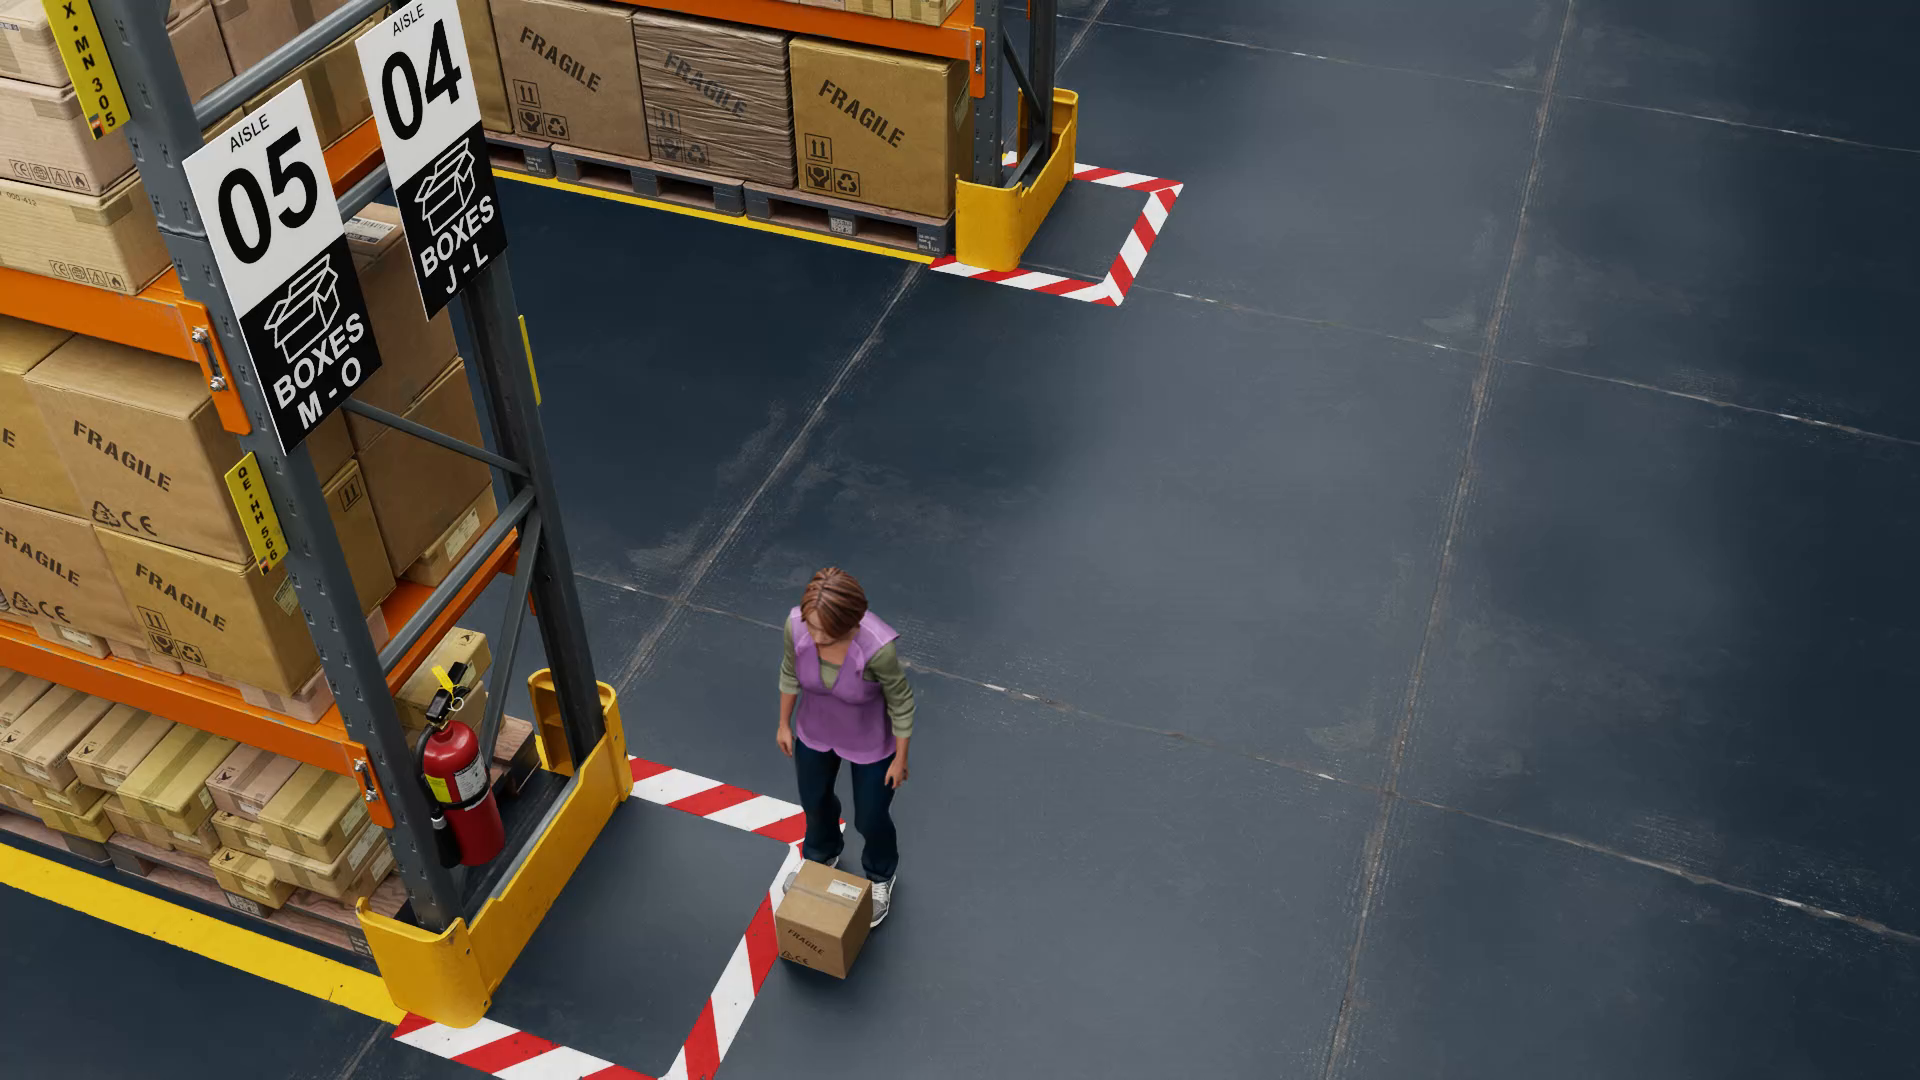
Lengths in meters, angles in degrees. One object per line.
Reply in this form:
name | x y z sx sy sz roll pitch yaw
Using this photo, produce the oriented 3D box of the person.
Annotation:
person | -0.375 0.657 5.441 0.476 1.592 0.348 15 44 16
